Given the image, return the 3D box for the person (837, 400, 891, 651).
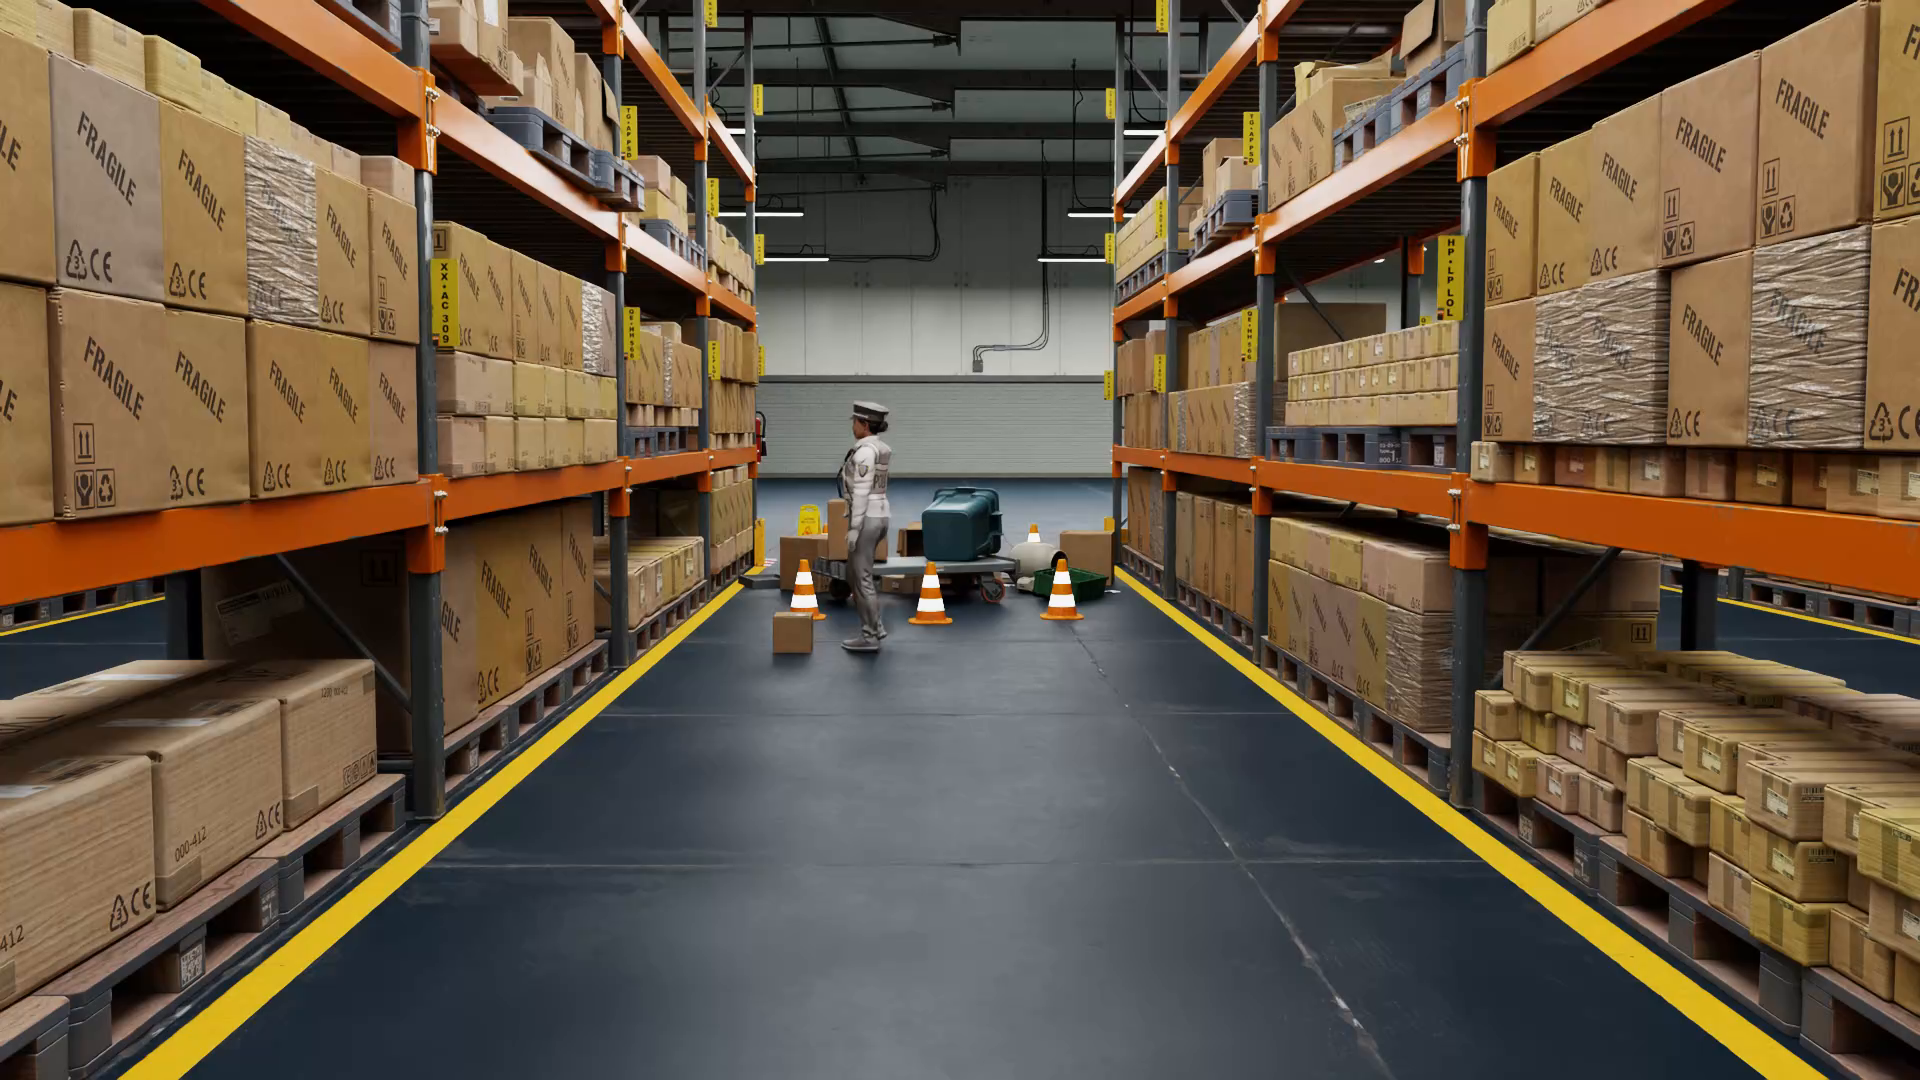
[{"bbox_3d":[-0.644,-0.082,11.170,0.364,1.712,0.505,1,4,14],"label":"person"}]
